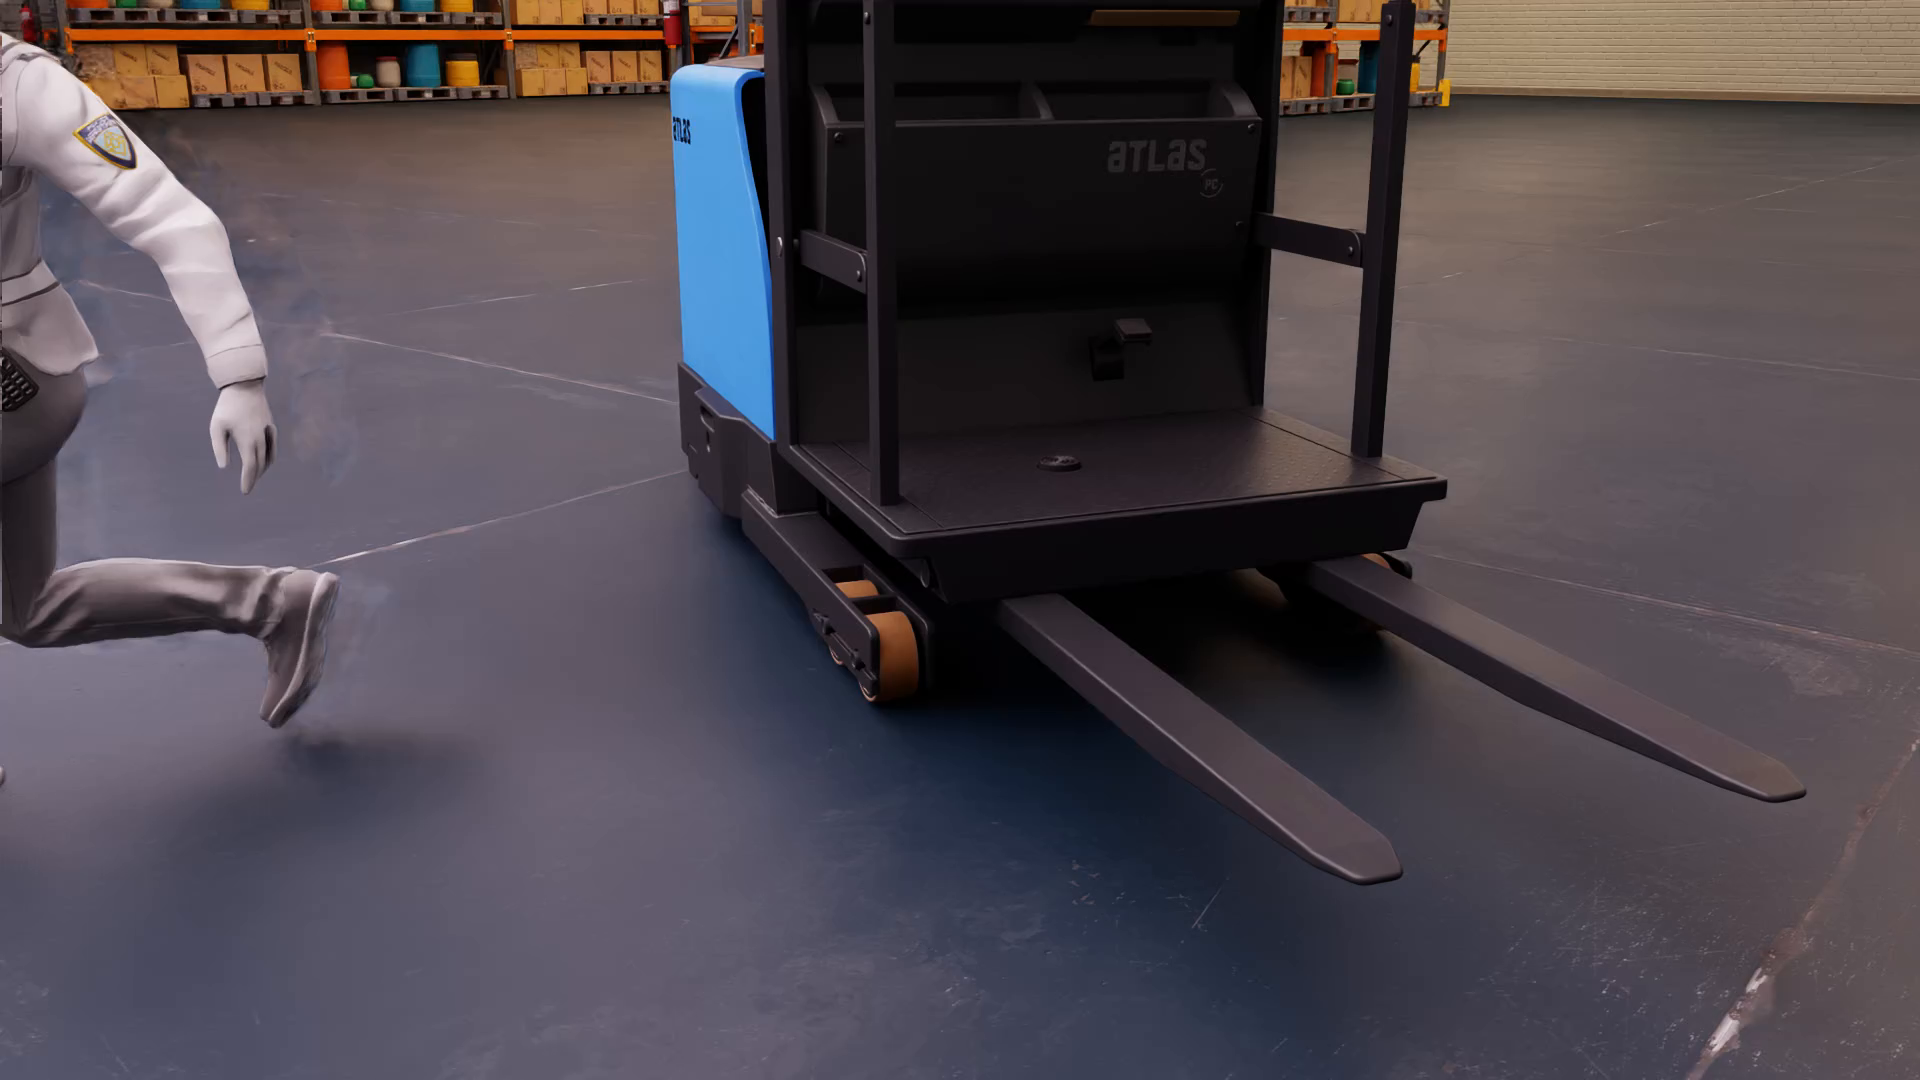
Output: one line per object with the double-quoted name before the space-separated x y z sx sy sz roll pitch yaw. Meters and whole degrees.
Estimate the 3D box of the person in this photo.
"person" -1.374 -0.255 2.414 0.861 1.447 0.580 -15 22 -41

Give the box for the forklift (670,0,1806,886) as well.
"forklift" 0.237 -1.246 3.000 1.130 2.935 3.031 -6 18 -20
